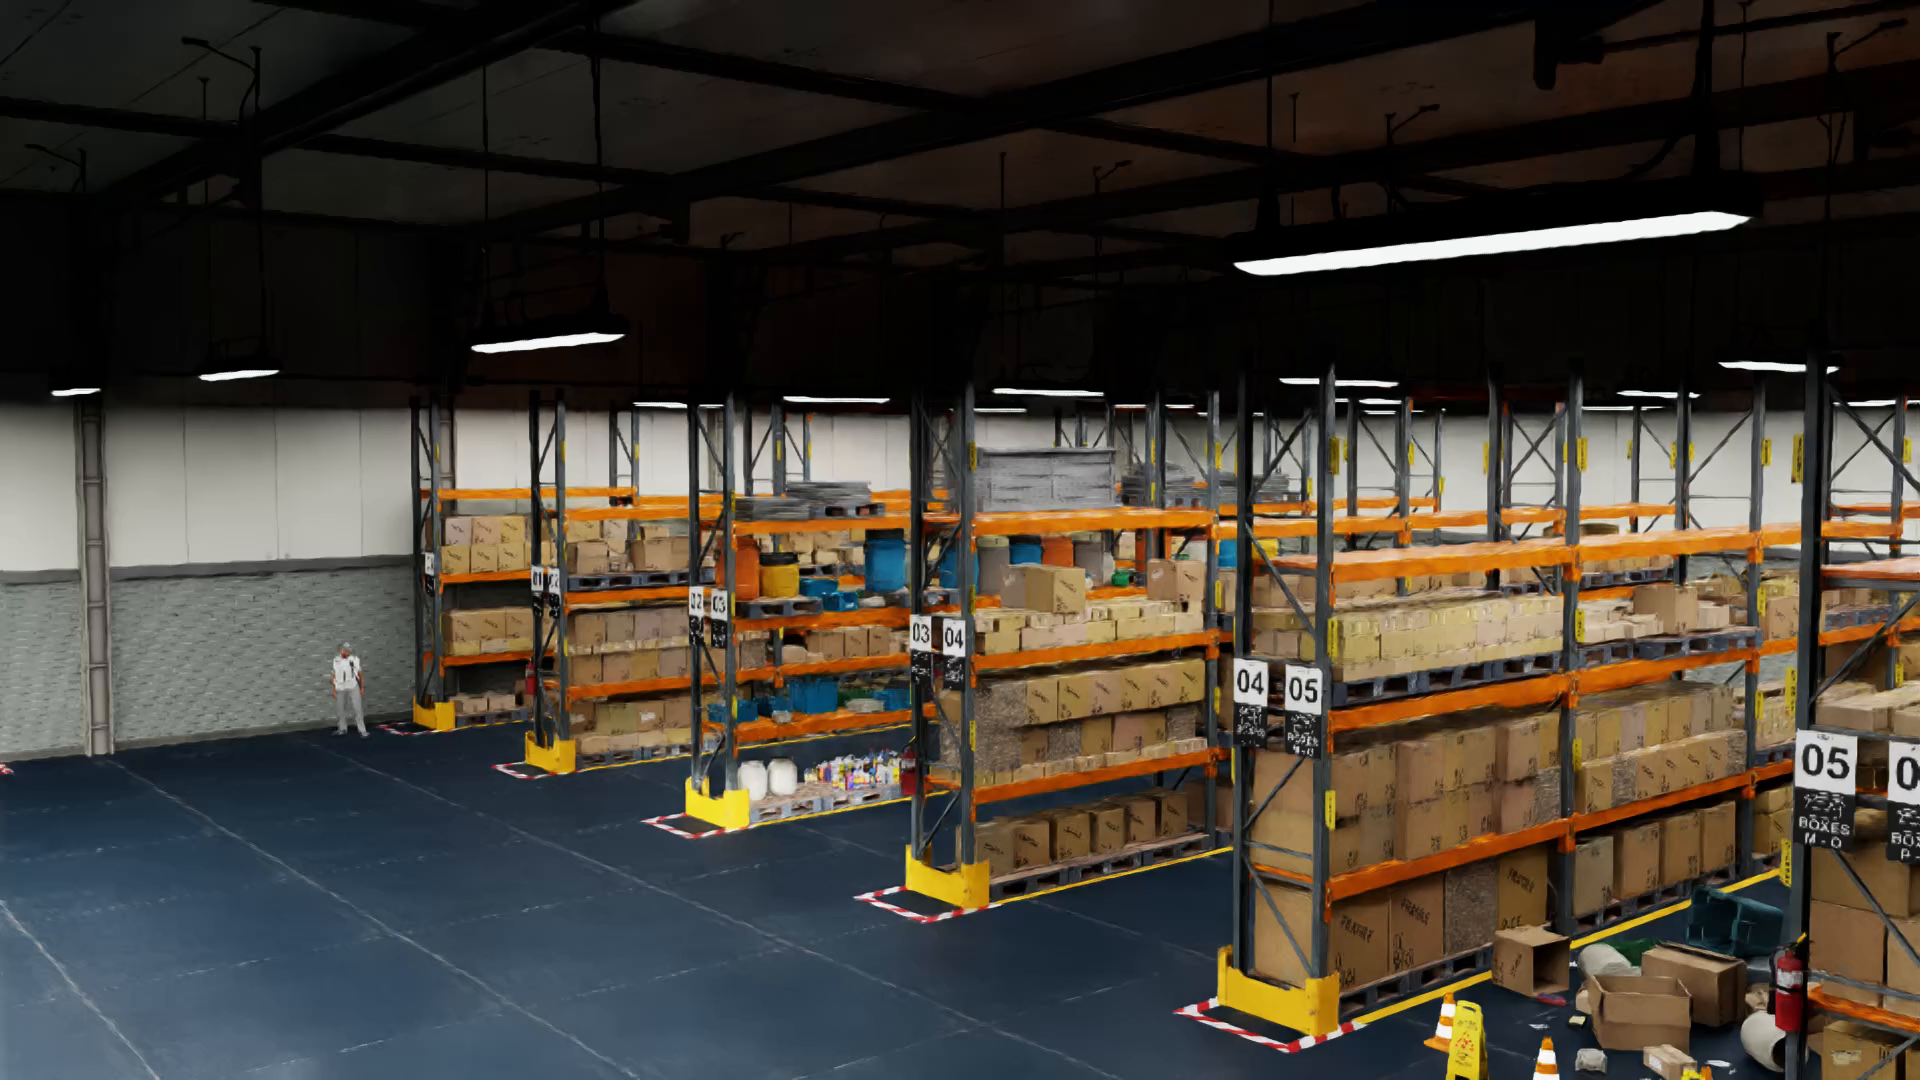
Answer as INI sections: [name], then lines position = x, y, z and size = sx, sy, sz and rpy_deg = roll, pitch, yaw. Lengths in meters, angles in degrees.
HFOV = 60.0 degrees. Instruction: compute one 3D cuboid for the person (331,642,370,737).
[person]
position = -10.700, 2.610, 29.160
size = 0.717, 1.652, 0.520
rpy_deg = 0, 3, -8
